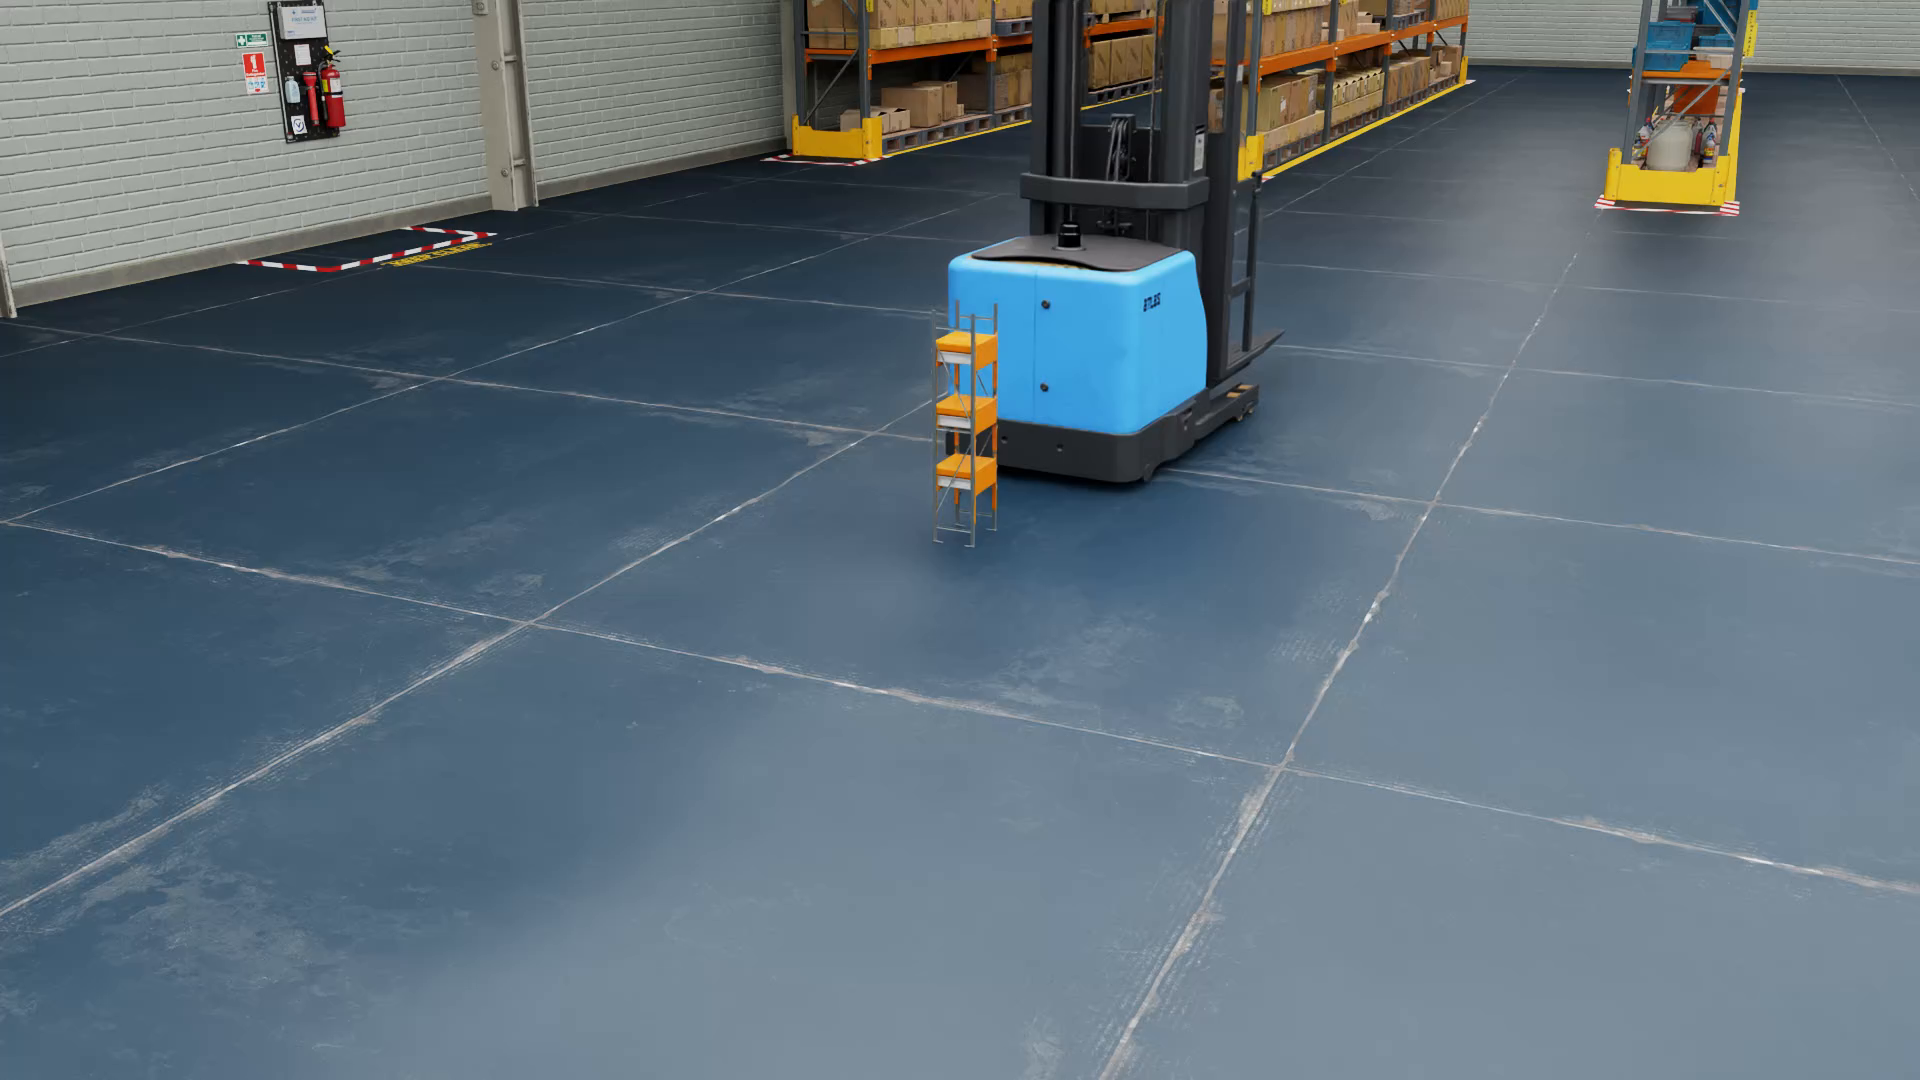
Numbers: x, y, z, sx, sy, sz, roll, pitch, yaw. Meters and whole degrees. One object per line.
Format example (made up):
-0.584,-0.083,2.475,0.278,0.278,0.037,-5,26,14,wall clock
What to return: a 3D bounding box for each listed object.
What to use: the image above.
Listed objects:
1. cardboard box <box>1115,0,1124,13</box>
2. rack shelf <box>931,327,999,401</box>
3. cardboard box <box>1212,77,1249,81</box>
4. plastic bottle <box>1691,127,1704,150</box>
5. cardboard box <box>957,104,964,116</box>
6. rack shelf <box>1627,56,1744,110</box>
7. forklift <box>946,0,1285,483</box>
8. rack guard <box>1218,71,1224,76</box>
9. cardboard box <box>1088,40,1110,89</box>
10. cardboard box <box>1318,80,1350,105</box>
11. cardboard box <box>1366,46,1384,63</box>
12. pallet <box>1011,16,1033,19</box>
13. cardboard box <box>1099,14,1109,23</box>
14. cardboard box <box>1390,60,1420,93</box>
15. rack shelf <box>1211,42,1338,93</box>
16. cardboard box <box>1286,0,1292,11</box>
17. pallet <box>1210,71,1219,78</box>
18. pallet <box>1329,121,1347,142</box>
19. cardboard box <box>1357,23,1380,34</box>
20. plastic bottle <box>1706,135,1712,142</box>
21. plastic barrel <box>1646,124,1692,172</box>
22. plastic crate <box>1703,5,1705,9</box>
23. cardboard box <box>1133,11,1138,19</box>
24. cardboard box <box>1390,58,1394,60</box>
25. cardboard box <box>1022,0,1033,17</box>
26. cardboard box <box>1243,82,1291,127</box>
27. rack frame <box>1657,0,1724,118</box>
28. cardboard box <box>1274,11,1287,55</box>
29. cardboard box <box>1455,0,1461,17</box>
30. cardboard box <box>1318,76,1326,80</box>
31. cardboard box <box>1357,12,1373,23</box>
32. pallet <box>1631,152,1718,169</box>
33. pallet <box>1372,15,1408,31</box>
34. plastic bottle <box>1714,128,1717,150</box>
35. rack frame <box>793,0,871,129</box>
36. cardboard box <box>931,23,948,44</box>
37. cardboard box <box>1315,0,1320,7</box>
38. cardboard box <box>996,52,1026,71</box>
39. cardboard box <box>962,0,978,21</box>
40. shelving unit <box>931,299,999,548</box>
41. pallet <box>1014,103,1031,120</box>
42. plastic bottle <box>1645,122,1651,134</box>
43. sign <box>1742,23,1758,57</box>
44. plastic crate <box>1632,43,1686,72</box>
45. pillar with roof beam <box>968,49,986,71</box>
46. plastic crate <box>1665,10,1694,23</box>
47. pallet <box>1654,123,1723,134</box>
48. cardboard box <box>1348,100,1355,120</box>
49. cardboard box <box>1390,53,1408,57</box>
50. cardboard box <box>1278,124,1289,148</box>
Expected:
2.528,-9.390,28.774,0.500,0.500,0.500,8,21,22,cardboard box
0.022,-0.768,7.247,0.215,0.259,0.240,9,21,23,rack shelf
3.463,-5.567,21.002,0.500,0.500,0.500,9,21,23,cardboard box
8.844,-4.829,19.980,0.152,0.276,0.135,9,21,23,plastic bottle
-0.161,-6.252,24.143,0.380,0.166,0.250,6,20,16,cardboard box
8.250,-5.237,18.793,1.077,0.370,4.000,9,21,23,rack shelf
1.059,-2.108,9.022,1.130,2.935,3.031,10,22,26,forklift
4.954,-10.045,34.968,1.175,0.500,0.348,9,21,23,rack guard
2.089,-8.162,28.523,0.750,0.750,0.750,8,21,22,cardboard box
5.158,-6.280,23.289,0.500,0.311,0.500,8,21,22,cardboard box
6.792,-8.123,27.789,0.500,0.250,0.500,8,21,22,cardboard box
0.895,-8.069,25.967,1.003,0.211,1.213,9,21,23,pallet
2.312,-8.875,28.293,0.380,0.149,0.250,9,22,24,cardboard box
7.471,-7.850,28.140,0.500,0.500,0.500,9,21,23,cardboard box
3.732,-5.918,20.707,1.077,0.370,4.000,9,21,23,rack shelf
3.796,-6.483,20.104,0.380,0.149,0.250,8,21,22,cardboard box
4.688,-9.646,34.278,1.003,0.211,1.213,9,21,23,pallet
4.817,-5.785,23.421,1.003,0.211,1.213,9,21,23,pallet
6.073,-7.660,24.906,0.380,0.149,0.250,9,21,23,cardboard box
8.598,-4.503,19.069,0.097,0.271,0.097,0,20,0,plastic bottle
7.631,-4.202,17.895,0.421,0.512,0.421,0,20,0,plastic barrel
12.919,-9.281,29.249,0.416,0.233,0.300,9,21,23,plastic crate
2.982,-9.434,29.864,0.380,0.149,0.250,9,21,23,cardboard box
7.199,-8.065,28.743,0.500,0.500,0.500,9,21,23,cardboard box
0.746,-8.328,25.603,0.700,0.500,0.500,12,23,30,cardboard box
3.732,-5.343,20.373,0.500,0.500,0.500,9,21,23,cardboard box
10.707,-7.411,23.830,1.000,3.000,0.127,9,21,23,rack frame
3.535,-6.146,20.125,0.700,0.500,0.500,9,21,23,cardboard box
9.112,-10.099,31.240,0.500,0.500,0.500,9,21,23,cardboard box
5.079,-6.664,24.369,0.500,0.311,0.500,8,21,22,cardboard box
6.000,-7.944,25.463,0.500,0.311,0.500,10,22,26,cardboard box
8.257,-4.300,19.245,1.003,0.211,1.213,9,21,23,pallet
6.403,-8.218,26.386,1.213,0.211,1.003,9,21,23,pallet
8.961,-4.765,19.787,0.061,0.283,0.133,10,22,26,plastic bottle
-1.608,-6.324,20.775,1.000,3.000,0.127,9,21,23,rack frame
-0.495,-6.839,22.415,0.500,0.250,0.500,9,21,23,cardboard box
4.427,-6.953,21.426,0.380,0.149,0.250,8,21,21,cardboard box
0.704,-7.452,25.901,0.500,0.250,0.500,8,21,21,cardboard box
-0.080,-7.499,23.153,0.500,0.500,0.500,8,21,22,cardboard box
0.022,-0.511,7.339,0.215,1.050,0.252,9,21,23,shelving unit
0.846,-6.846,26.403,1.003,0.211,1.213,9,21,23,pallet
8.108,-4.769,19.700,0.144,0.351,0.185,8,21,22,plastic bottle
7.931,-5.019,16.691,0.100,0.325,0.005,9,21,23,sign
7.363,-5.089,17.524,0.499,0.251,0.616,9,21,23,plastic crate
4.274,-10.727,24.202,9.100,9.000,0.400,9,21,23,pillar with roof beam
8.988,-6.408,20.915,0.402,0.464,0.583,9,21,23,plastic crate
9.853,-5.494,22.601,1.003,0.211,1.213,9,21,23,pallet
5.363,-6.175,23.832,0.500,0.250,0.500,8,21,21,cardboard box
7.802,-8.557,30.127,0.500,0.500,0.500,9,21,23,cardboard box
3.742,-4.988,20.494,0.500,0.250,0.500,9,21,23,cardboard box
